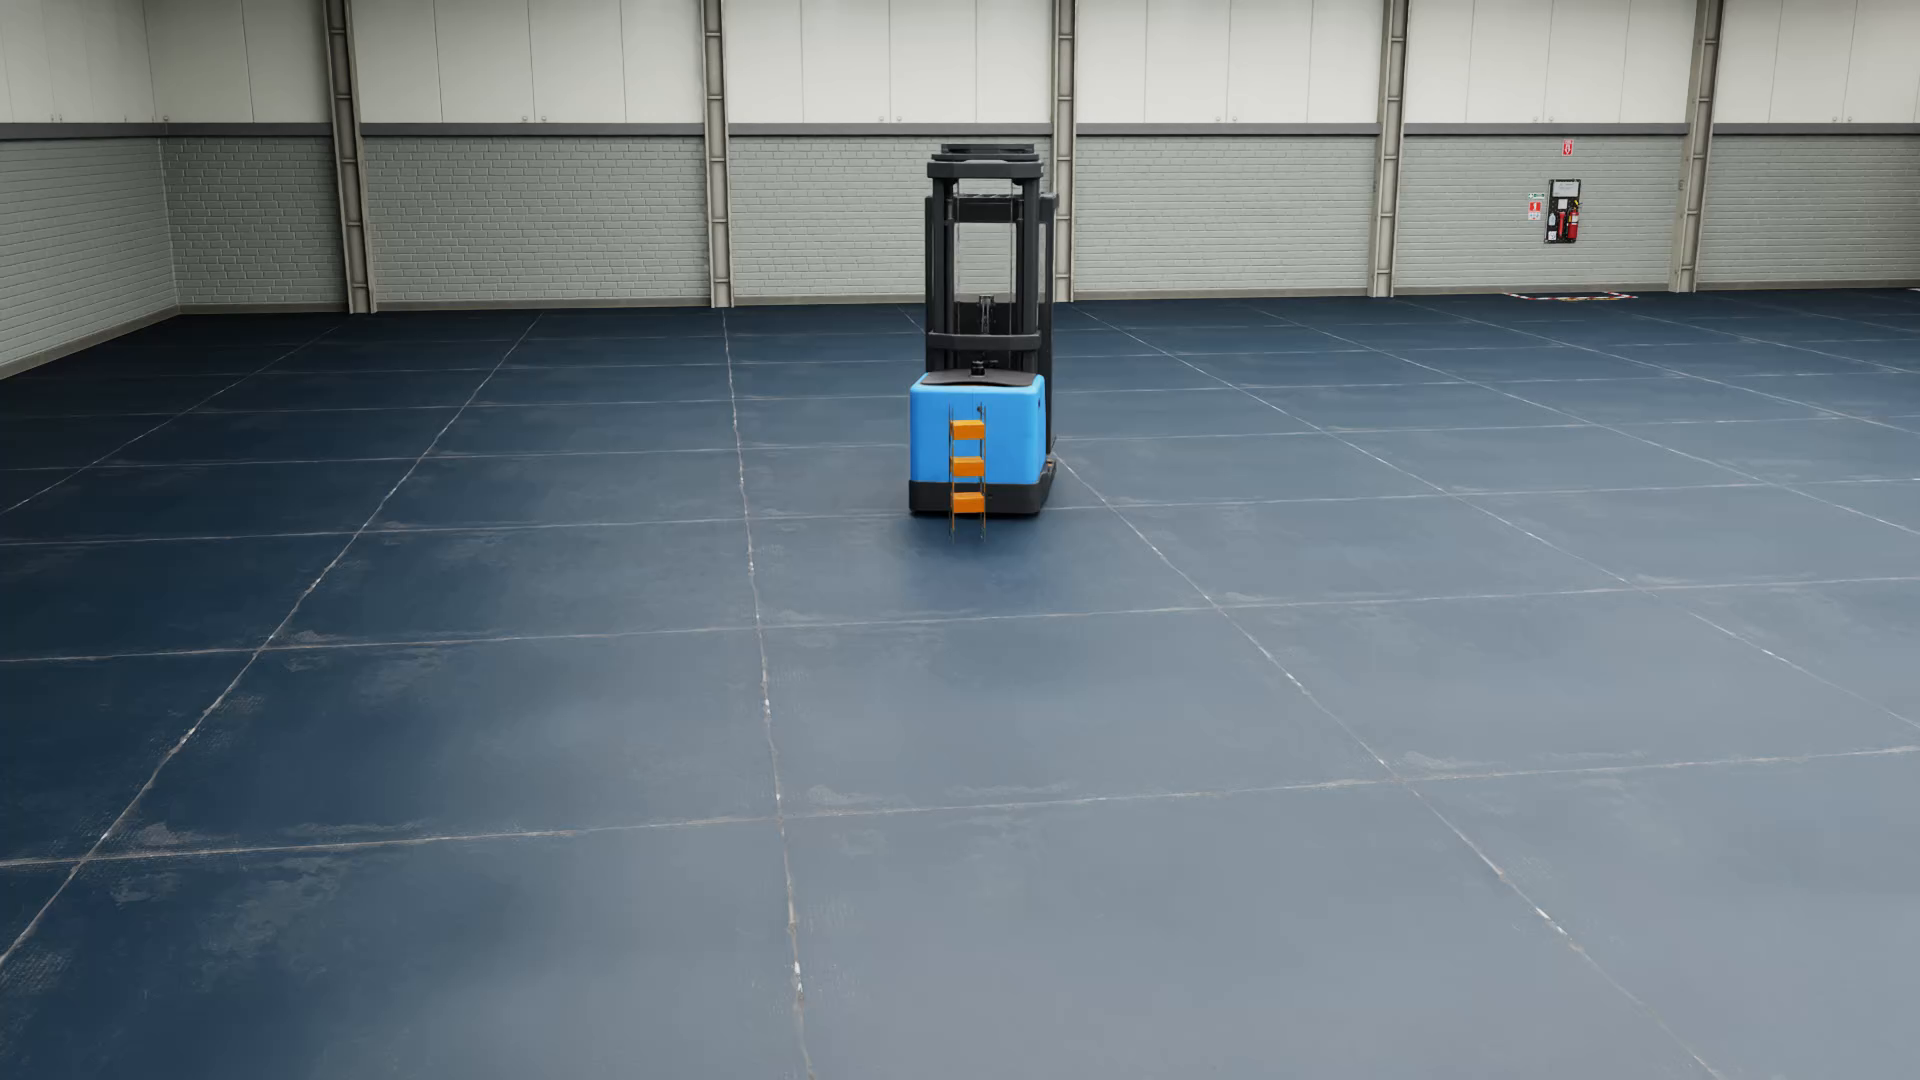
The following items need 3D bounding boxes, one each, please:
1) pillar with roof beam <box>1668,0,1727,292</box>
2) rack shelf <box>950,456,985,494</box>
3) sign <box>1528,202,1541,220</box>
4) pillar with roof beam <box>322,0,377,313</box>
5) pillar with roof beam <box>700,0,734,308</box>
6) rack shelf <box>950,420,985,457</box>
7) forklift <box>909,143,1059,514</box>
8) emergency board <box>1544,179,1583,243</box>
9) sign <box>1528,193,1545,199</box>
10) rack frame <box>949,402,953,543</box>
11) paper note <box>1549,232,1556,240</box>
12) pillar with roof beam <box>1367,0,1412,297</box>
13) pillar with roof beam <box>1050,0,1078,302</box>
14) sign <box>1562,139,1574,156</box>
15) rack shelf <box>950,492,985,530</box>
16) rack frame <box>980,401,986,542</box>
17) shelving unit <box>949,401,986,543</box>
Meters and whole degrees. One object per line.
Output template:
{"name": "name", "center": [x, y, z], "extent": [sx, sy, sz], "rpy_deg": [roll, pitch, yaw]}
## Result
{"name": "pillar with roof beam", "center": [14.313, -8.042, 26.288], "extent": [0.400, 9.000, 9.100], "rpy_deg": [-2, 14, -8]}
{"name": "rack shelf", "center": [0.053, -0.501, 12.604], "extent": [0.240, 0.259, 0.215], "rpy_deg": [-2, 14, -8]}
{"name": "sign", "center": [10.660, -6.109, 30.841], "extent": [0.234, 0.329, 0.001], "rpy_deg": [-2, 14, -8]}
{"name": "pillar with roof beam", "center": [-9.419, -7.172, 22.820], "extent": [0.400, 9.000, 9.100], "rpy_deg": [-2, 14, -8]}
{"name": "pillar with roof beam", "center": [-3.486, -7.389, 23.687], "extent": [0.400, 9.000, 9.100], "rpy_deg": [-2, 14, -8]}
{"name": "rack shelf", "center": [0.053, -0.776, 12.535], "extent": [0.240, 0.259, 0.215], "rpy_deg": [-2, 14, -8]}
{"name": "forklift", "center": [0.278, -1.940, 14.430], "extent": [1.130, 2.935, 3.031], "rpy_deg": [2, 14, 7]}
{"name": "emergency board", "center": [11.222, -6.087, 30.826], "extent": [0.643, 1.169, 0.194], "rpy_deg": [-2, 14, -8]}
{"name": "sign", "center": [10.666, -6.364, 30.769], "extent": [0.331, 0.109, 0.001], "rpy_deg": [-2, 14, -8]}
{"name": "rack frame", "center": [-0.068, -0.507, 12.584], "extent": [0.008, 1.050, 0.200], "rpy_deg": [-2, 14, -8]}
{"name": "paper note", "center": [11.037, -5.670, 30.974], "extent": [0.142, 0.148, 0.016], "rpy_deg": [-2, 14, -8]}
{"name": "pillar with roof beam", "center": [8.380, -7.824, 25.421], "extent": [0.400, 9.000, 9.100], "rpy_deg": [-2, 14, -8]}
{"name": "pillar with roof beam", "center": [2.447, -7.607, 24.554], "extent": [0.400, 9.000, 9.100], "rpy_deg": [-2, 14, -8]}
{"name": "sign", "center": [11.199, -7.235, 30.639], "extent": [0.199, 0.298, 0.001], "rpy_deg": [-2, 14, -8]}
{"name": "rack shelf", "center": [0.053, -0.231, 12.672], "extent": [0.240, 0.259, 0.215], "rpy_deg": [-2, 14, -8]}
{"name": "rack frame", "center": [0.174, -0.516, 12.619], "extent": [0.008, 1.050, 0.200], "rpy_deg": [-2, 14, -8]}
{"name": "shelving unit", "center": [0.053, -0.511, 12.602], "extent": [0.252, 1.050, 0.215], "rpy_deg": [-2, 14, -8]}
